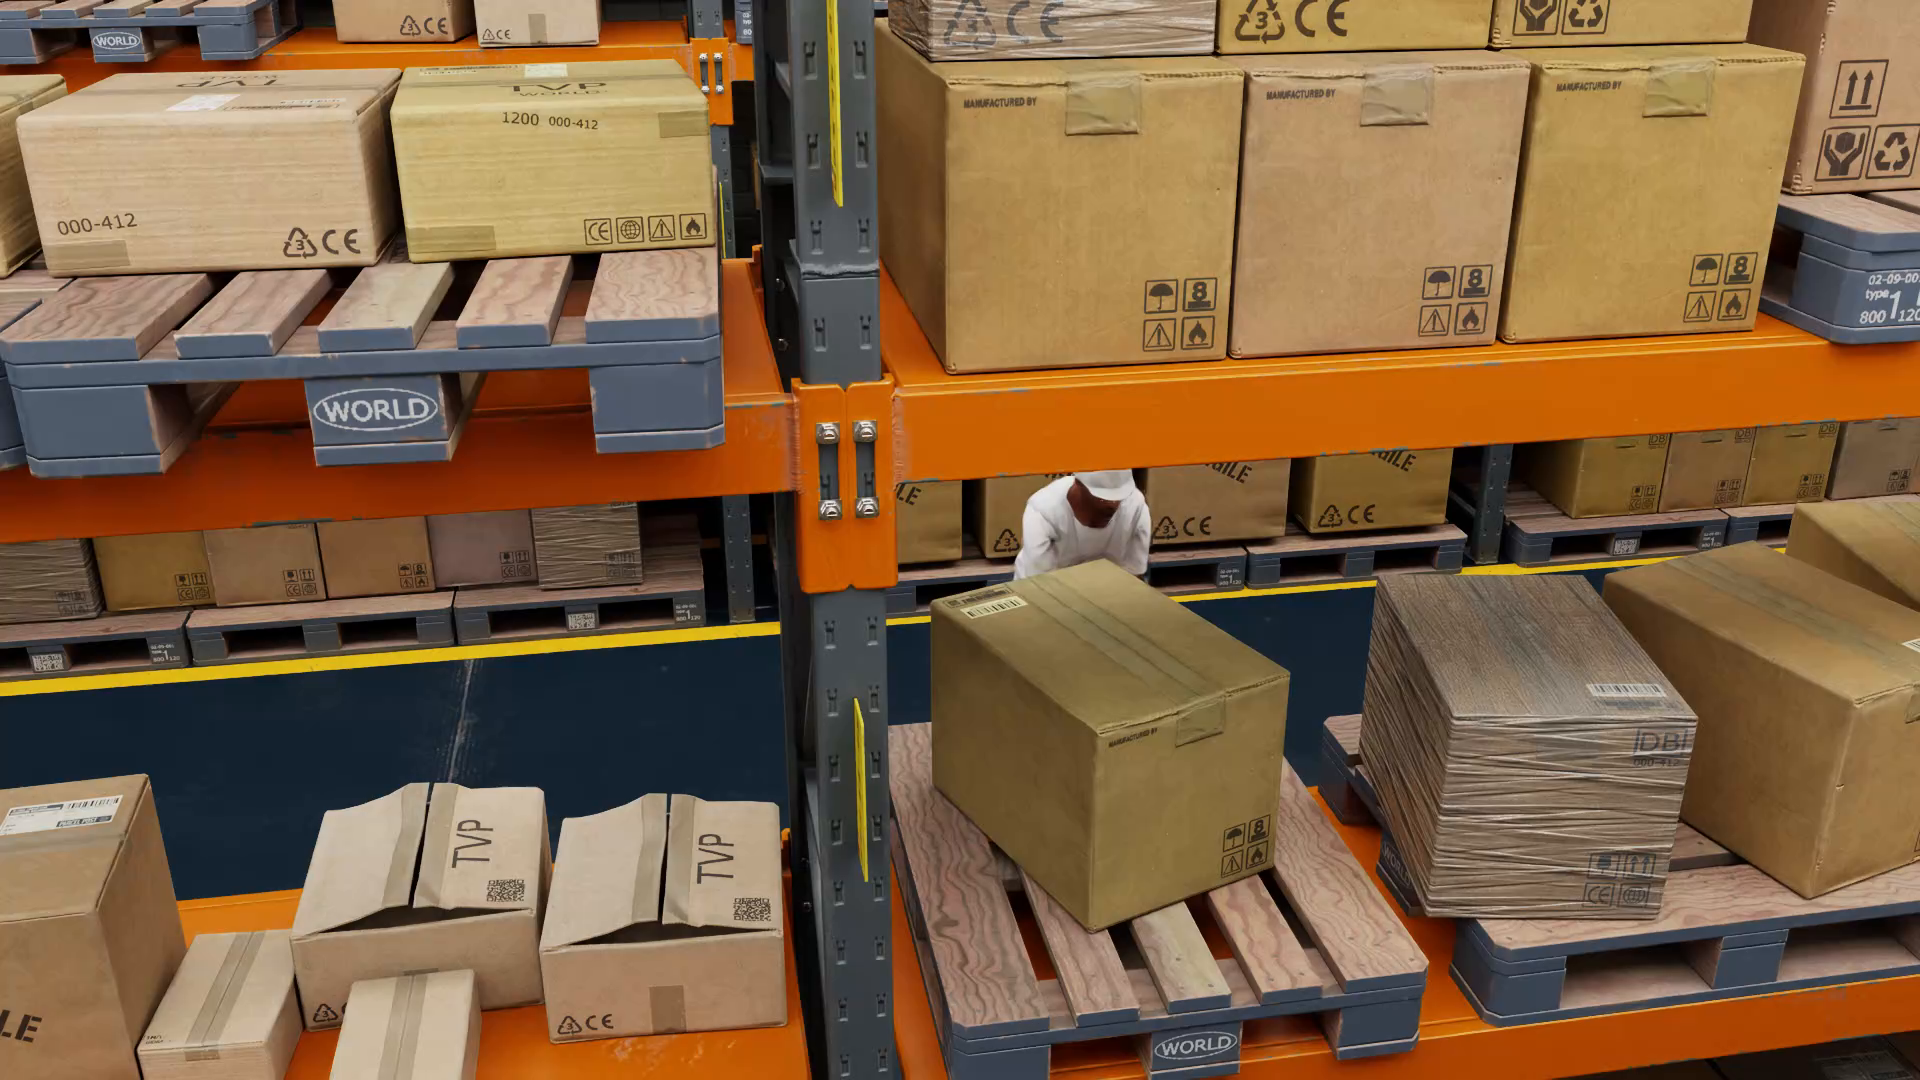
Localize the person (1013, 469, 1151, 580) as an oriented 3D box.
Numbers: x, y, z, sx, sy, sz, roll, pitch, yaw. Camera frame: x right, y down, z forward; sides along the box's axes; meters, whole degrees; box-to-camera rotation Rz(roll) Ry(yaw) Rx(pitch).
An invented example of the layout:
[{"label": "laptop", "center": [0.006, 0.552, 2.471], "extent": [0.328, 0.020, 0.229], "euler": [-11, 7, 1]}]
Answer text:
[{"label": "person", "center": [0.472, 0.327, 6.425], "extent": [0.492, 1.669, 0.670], "euler": [-5, 24, -11]}]
